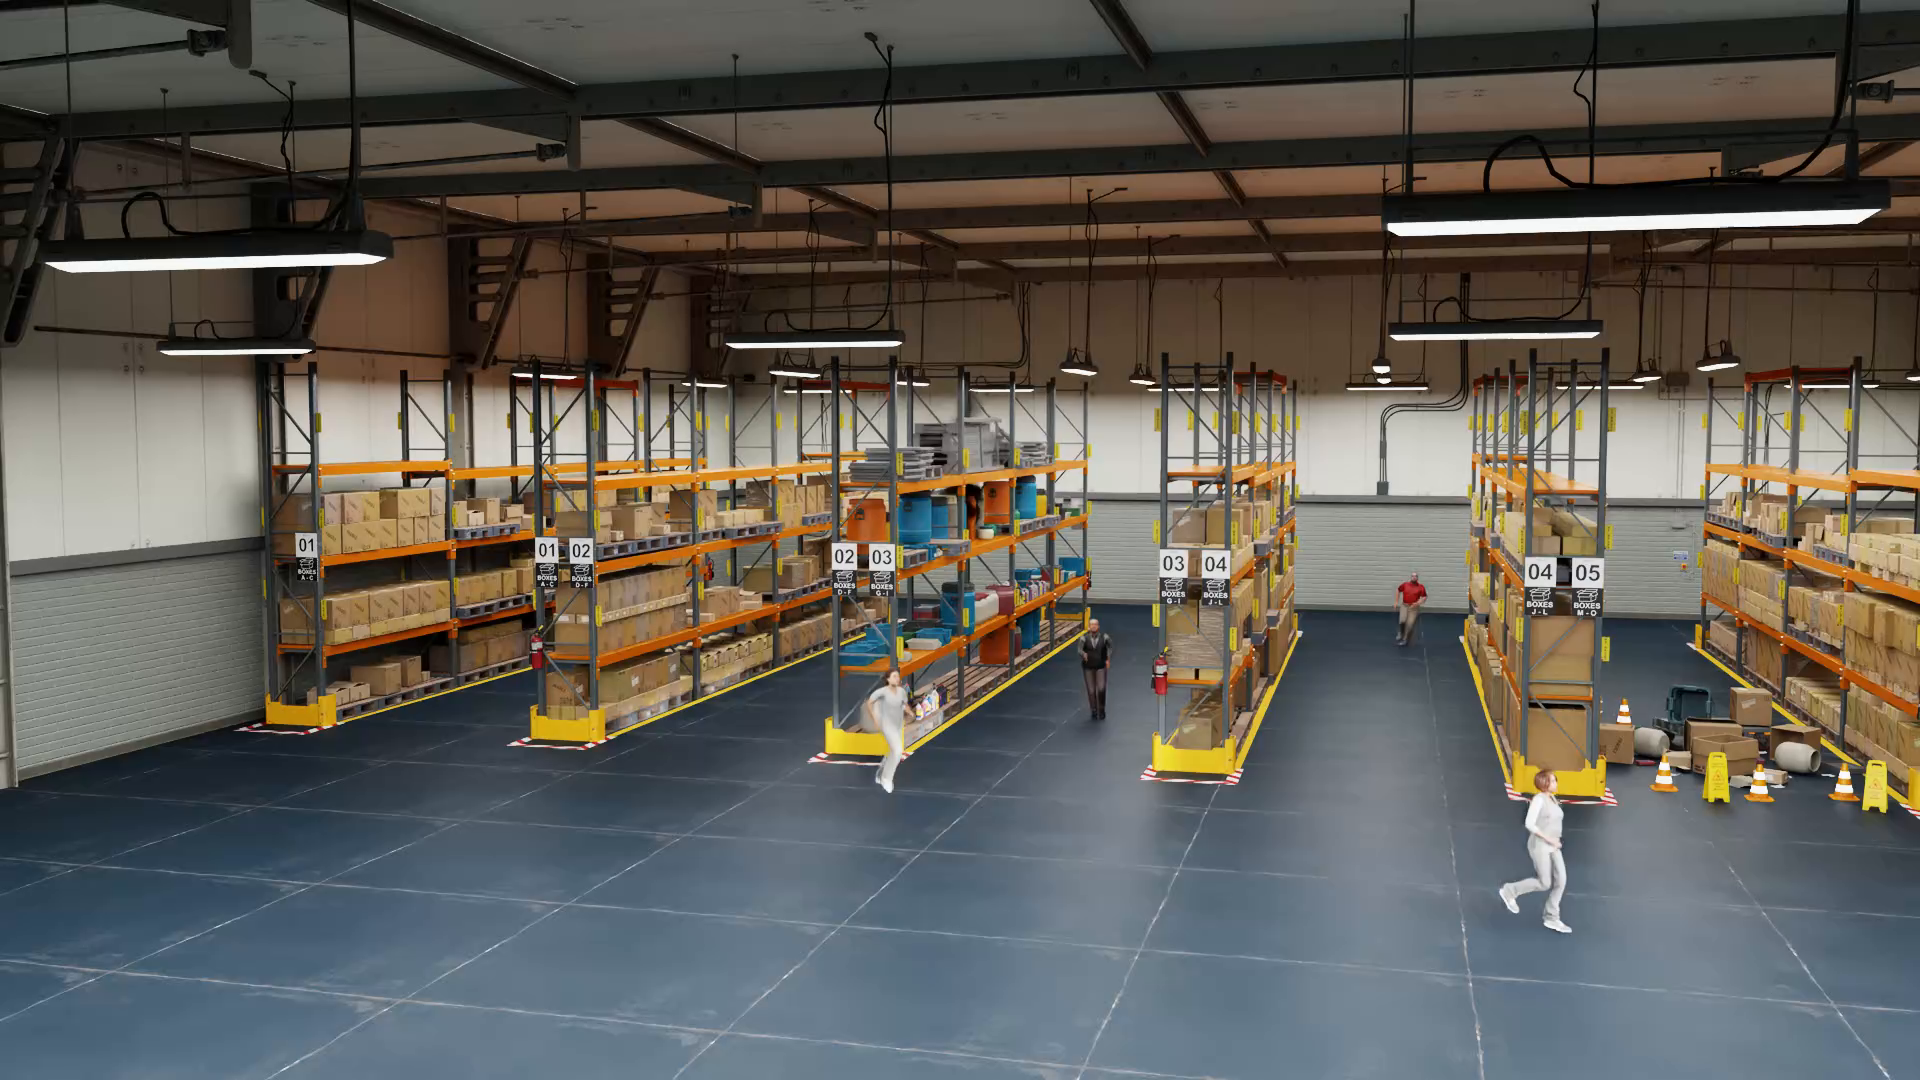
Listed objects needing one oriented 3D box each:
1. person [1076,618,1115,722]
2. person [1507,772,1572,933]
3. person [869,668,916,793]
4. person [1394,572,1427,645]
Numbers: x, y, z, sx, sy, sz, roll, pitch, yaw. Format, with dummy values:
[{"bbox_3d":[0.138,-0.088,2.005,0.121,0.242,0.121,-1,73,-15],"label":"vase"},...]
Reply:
[{"bbox_3d":[2.265,2.192,27.934,0.634,1.742,0.729,1,4,9],"label":"person"},{"bbox_3d":[5.773,3.070,16.494,0.638,1.575,0.547,4,6,43],"label":"person"},{"bbox_3d":[-0.891,2.587,22.668,0.556,1.705,0.721,-4,6,-45],"label":"person"},{"bbox_3d":[10.098,1.548,37.299,0.702,1.650,0.616,1,4,17],"label":"person"}]
